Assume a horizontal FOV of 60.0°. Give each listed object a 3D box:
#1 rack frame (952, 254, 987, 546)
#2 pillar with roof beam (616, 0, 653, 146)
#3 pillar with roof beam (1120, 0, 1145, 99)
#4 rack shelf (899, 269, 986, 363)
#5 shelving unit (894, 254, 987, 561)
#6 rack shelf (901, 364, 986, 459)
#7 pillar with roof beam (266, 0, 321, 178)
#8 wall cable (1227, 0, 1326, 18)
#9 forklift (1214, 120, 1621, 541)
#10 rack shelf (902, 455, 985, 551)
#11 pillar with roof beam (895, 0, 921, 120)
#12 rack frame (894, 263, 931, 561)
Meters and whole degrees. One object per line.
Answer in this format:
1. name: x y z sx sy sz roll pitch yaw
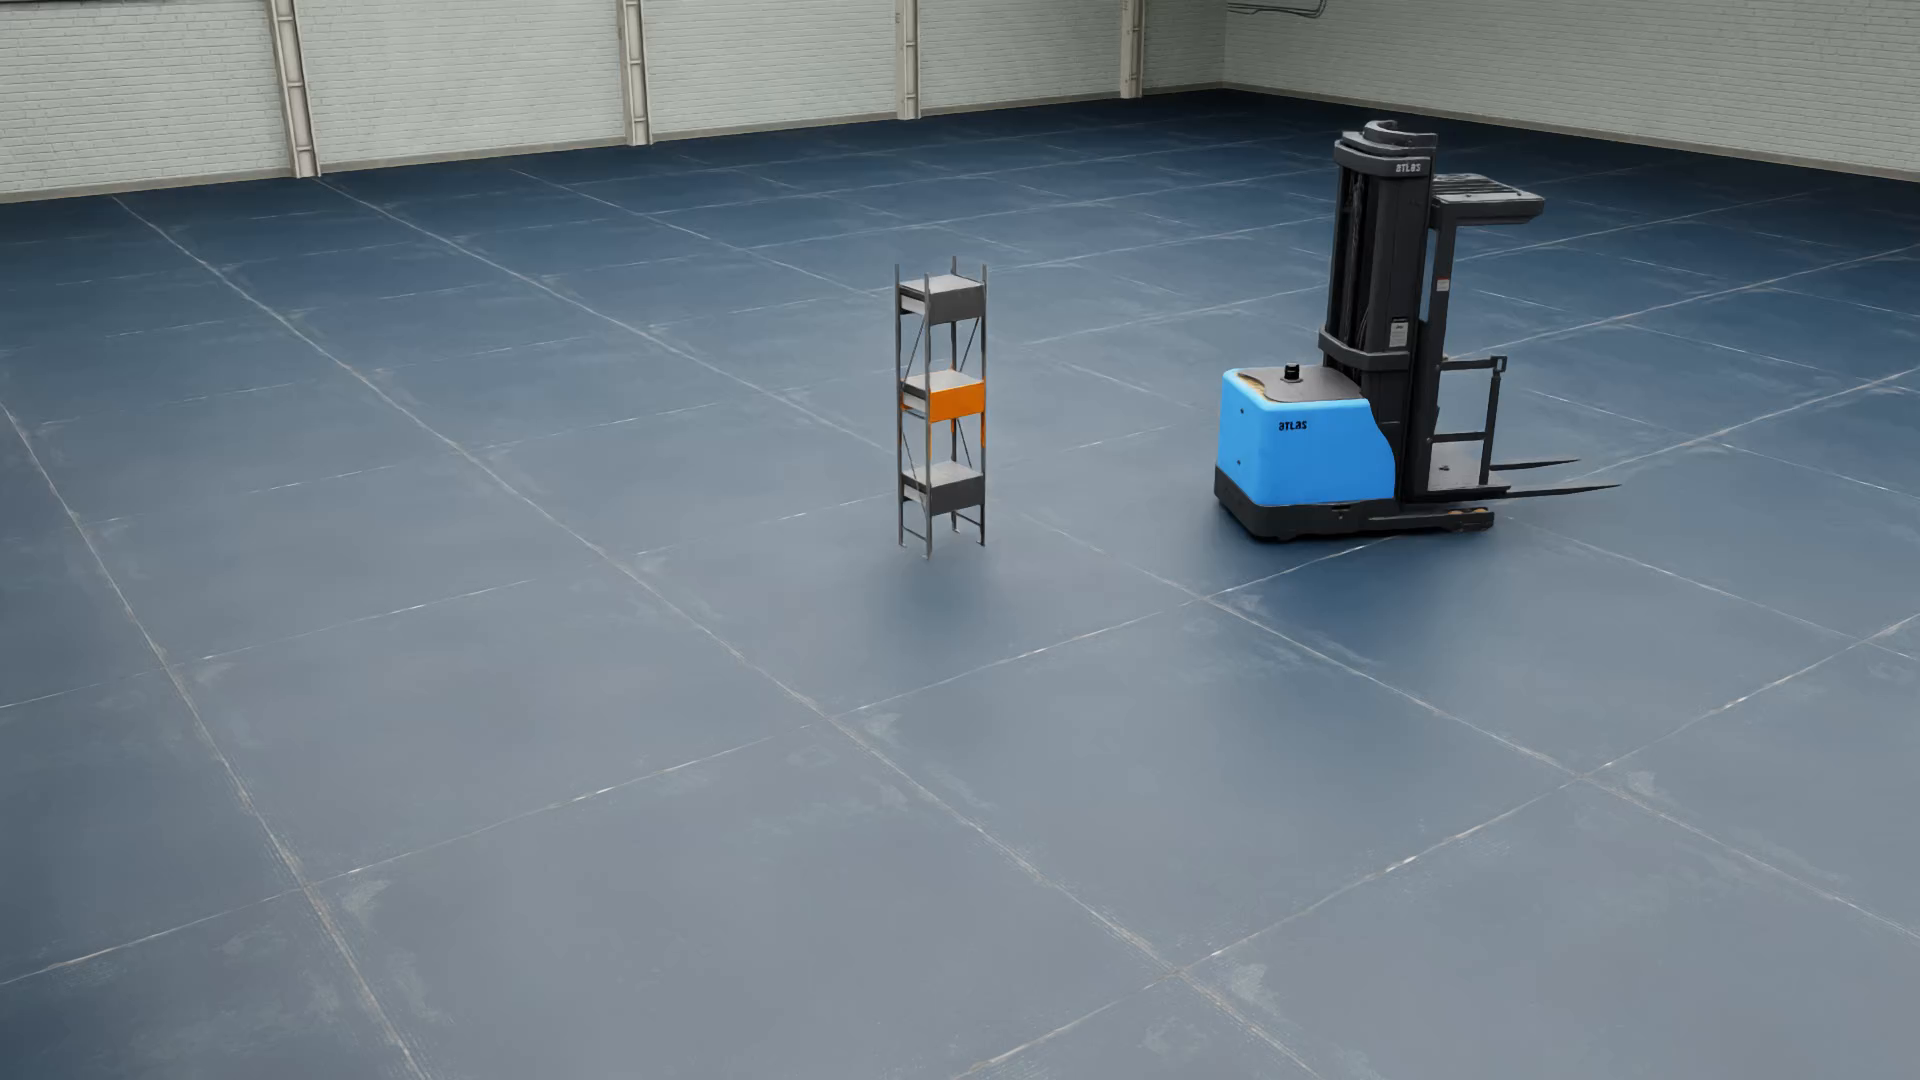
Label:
1. rack frame: 0.064 -0.992 12.050 0.015 2.100 0.400 -15 26 -33
2. pillar with roof beam: -3.407 -10.195 25.804 0.400 9.000 9.100 -15 26 -33
3. pillar with roof beam: 6.334 -12.792 32.313 0.400 9.000 9.100 -15 26 -33
4. rack shelf: -0.134 -1.577 11.663 0.480 0.518 0.431 -15 26 -33
5. shelving unit: -0.134 -0.939 11.917 0.503 2.100 0.431 -15 26 -33
6. rack shelf: -0.134 -0.927 11.922 0.480 0.518 0.431 -15 26 -33
7. pillar with roof beam: -8.277 -8.896 22.549 0.400 9.000 9.100 -15 26 -33
8. wall cable: 6.984 -12.885 36.735 0.112 2.526 3.097 -15 26 -33
9. forklift: 3.571 -1.604 12.462 3.031 2.935 1.130 -4 22 -10
10. rack shelf: -0.134 -0.277 12.182 0.480 0.518 0.431 -15 26 -33
11. pillar with roof beam: 1.464 -11.494 29.058 0.400 9.000 9.100 -15 26 -33
12. rack frame: -0.332 -0.887 11.785 0.015 2.100 0.400 -15 26 -33
